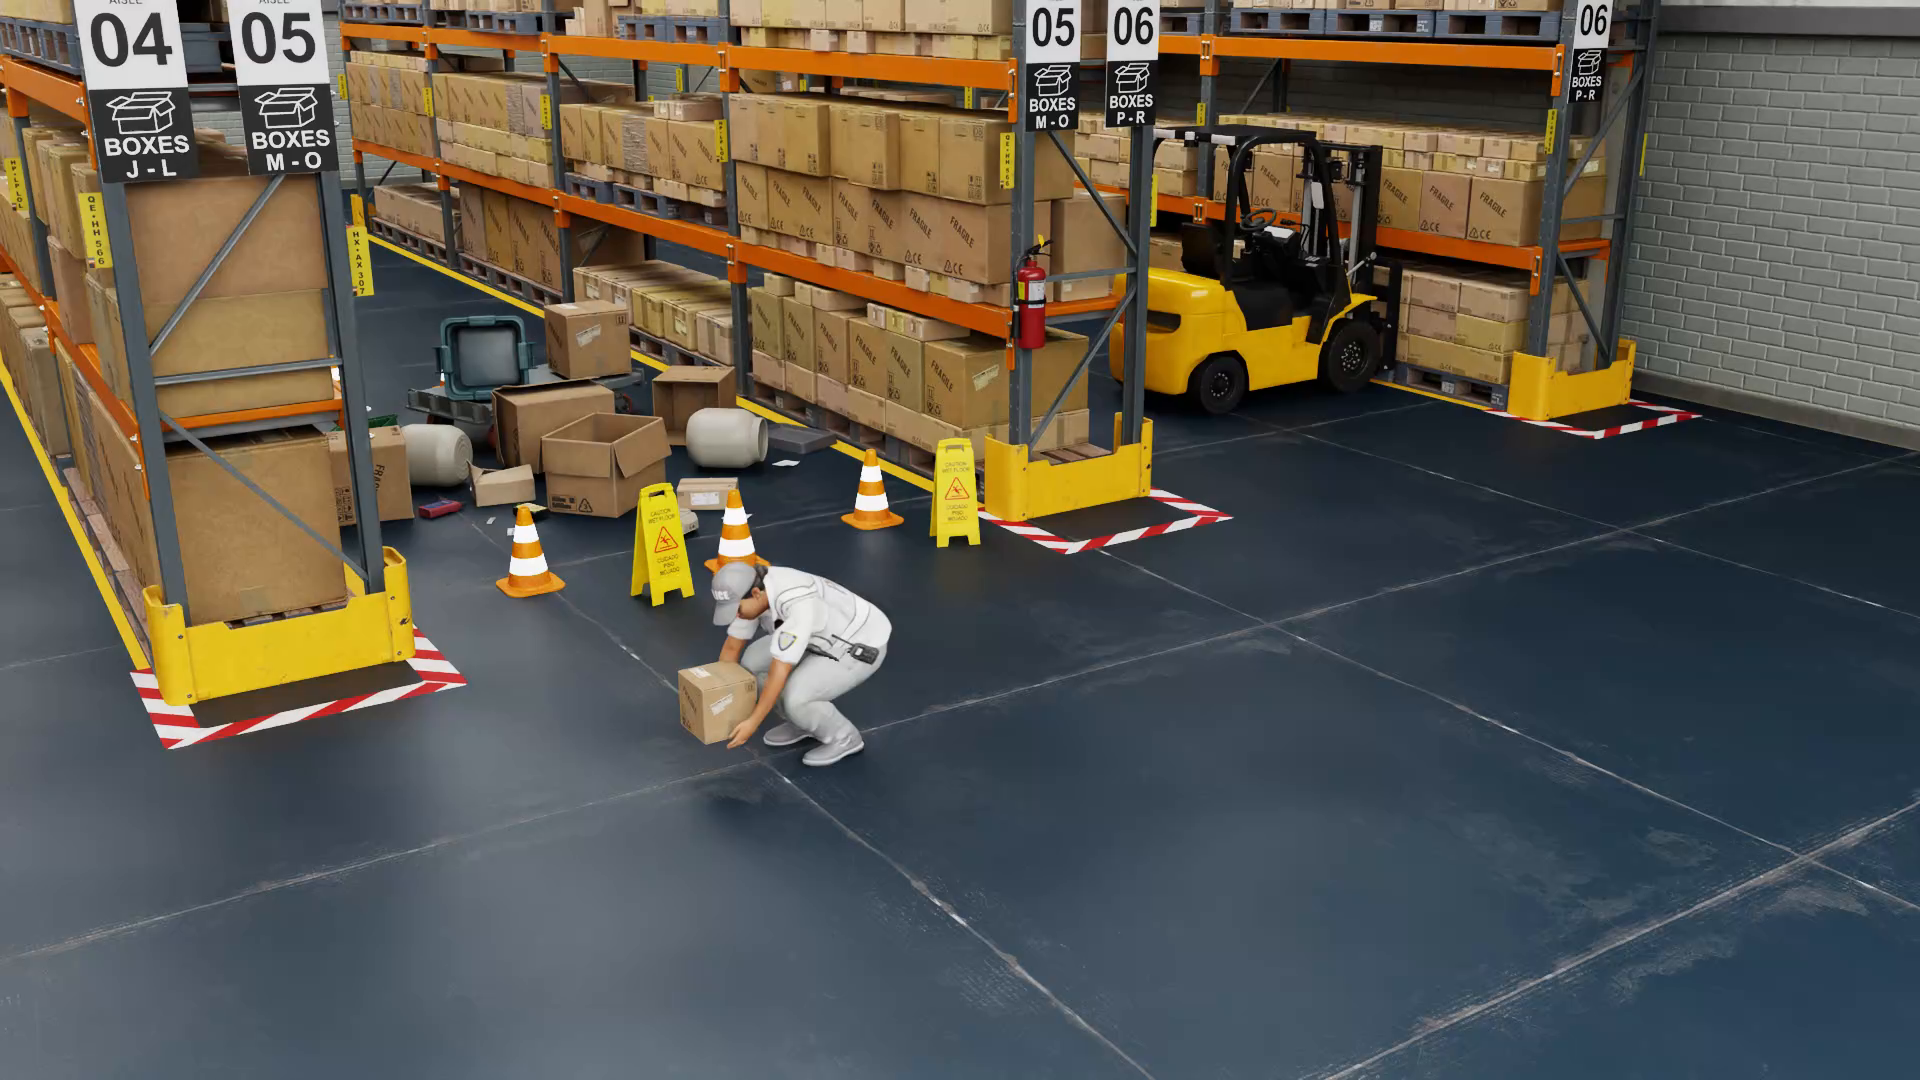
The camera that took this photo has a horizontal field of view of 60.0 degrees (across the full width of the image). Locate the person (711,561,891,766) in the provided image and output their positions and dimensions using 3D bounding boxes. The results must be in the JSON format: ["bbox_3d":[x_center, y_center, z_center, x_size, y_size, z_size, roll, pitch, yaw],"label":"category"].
[{"bbox_3d":[-0.706,0.490,7.208,0.851,0.959,0.517,-12,22,-32],"label":"person"}]
